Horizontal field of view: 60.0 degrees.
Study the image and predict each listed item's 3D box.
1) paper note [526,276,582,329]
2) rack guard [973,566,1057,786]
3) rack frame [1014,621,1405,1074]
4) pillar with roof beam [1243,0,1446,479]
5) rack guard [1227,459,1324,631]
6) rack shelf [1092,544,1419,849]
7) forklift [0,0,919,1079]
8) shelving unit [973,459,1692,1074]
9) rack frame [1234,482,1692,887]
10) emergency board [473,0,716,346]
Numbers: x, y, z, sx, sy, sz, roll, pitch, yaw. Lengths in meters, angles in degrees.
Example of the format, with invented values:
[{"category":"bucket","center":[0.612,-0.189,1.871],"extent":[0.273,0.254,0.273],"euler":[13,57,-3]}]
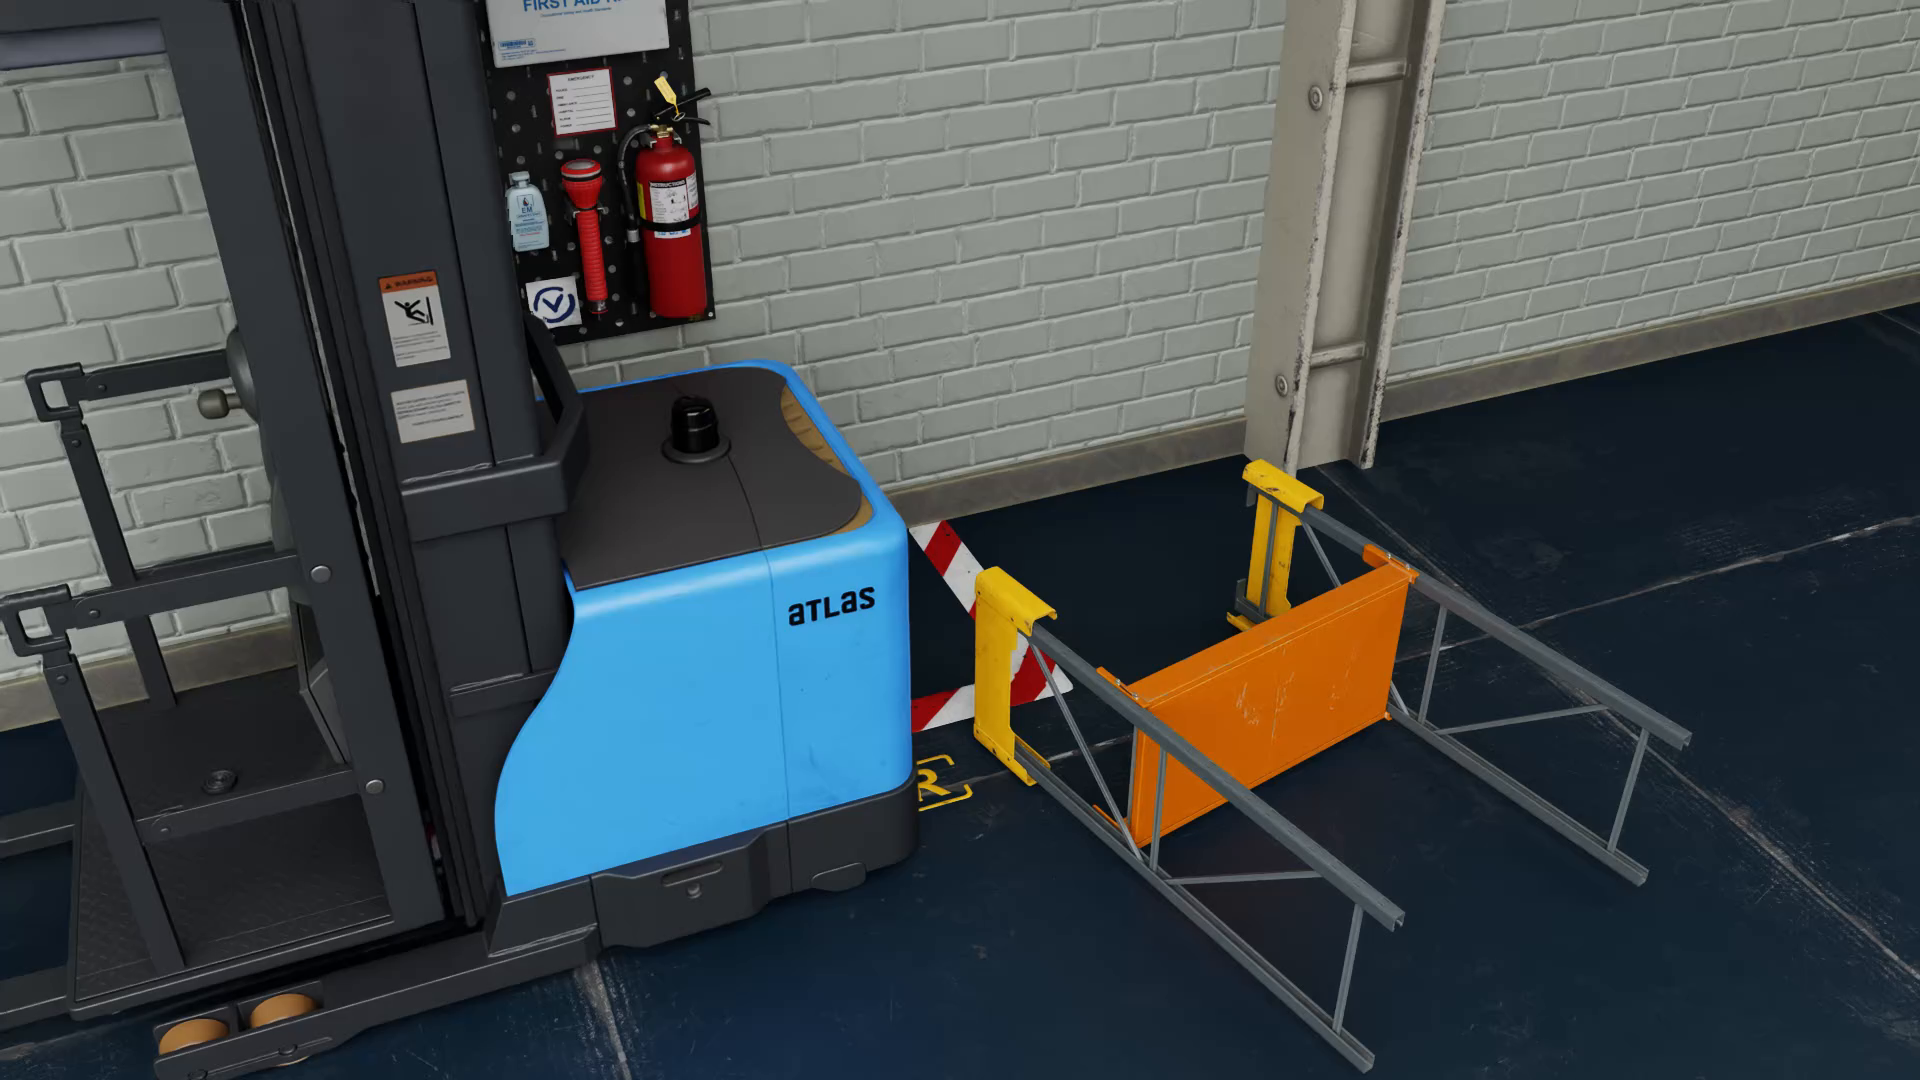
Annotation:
[{"category":"paper note","center":[-1.189,-0.692,4.870],"extent":[0.142,0.148,0.016],"euler":[-13,35,-19]},{"category":"rack guard","center":[0.147,0.380,4.599],"extent":[0.087,0.587,0.250],"euler":[-21,39,-29]},{"category":"rack frame","center":[0.495,0.666,4.165],"extent":[0.032,0.500,1.500],"euler":[-21,39,-29]},{"category":"pillar with roof beam","center":[2.961,-1.916,0.443],"extent":[0.400,9.000,9.100],"euler":[-13,35,-19]},{"category":"rack guard","center":[0.958,0.064,5.084],"extent":[0.087,0.587,0.250],"euler":[-21,39,-29]},{"category":"rack shelf","center":[0.804,0.424,4.535],"extent":[1.000,0.538,0.185],"euler":[-21,39,-29]},{"category":"forklift","center":[-1.675,-0.294,3.514],"extent":[3.031,2.935,1.130],"euler":[-13,35,-19]},{"category":"shelving unit","center":[0.916,0.502,4.417],"extent":[1.083,0.587,1.500],"euler":[-21,39,-29]},{"category":"rack frame","center":[1.322,0.344,4.660],"extent":[0.032,0.500,1.500],"euler":[-21,39,-29]},{"category":"emergency board","center":[-0.999,-1.064,4.634],"extent":[0.643,1.169,0.194],"euler":[-13,35,-19]}]
